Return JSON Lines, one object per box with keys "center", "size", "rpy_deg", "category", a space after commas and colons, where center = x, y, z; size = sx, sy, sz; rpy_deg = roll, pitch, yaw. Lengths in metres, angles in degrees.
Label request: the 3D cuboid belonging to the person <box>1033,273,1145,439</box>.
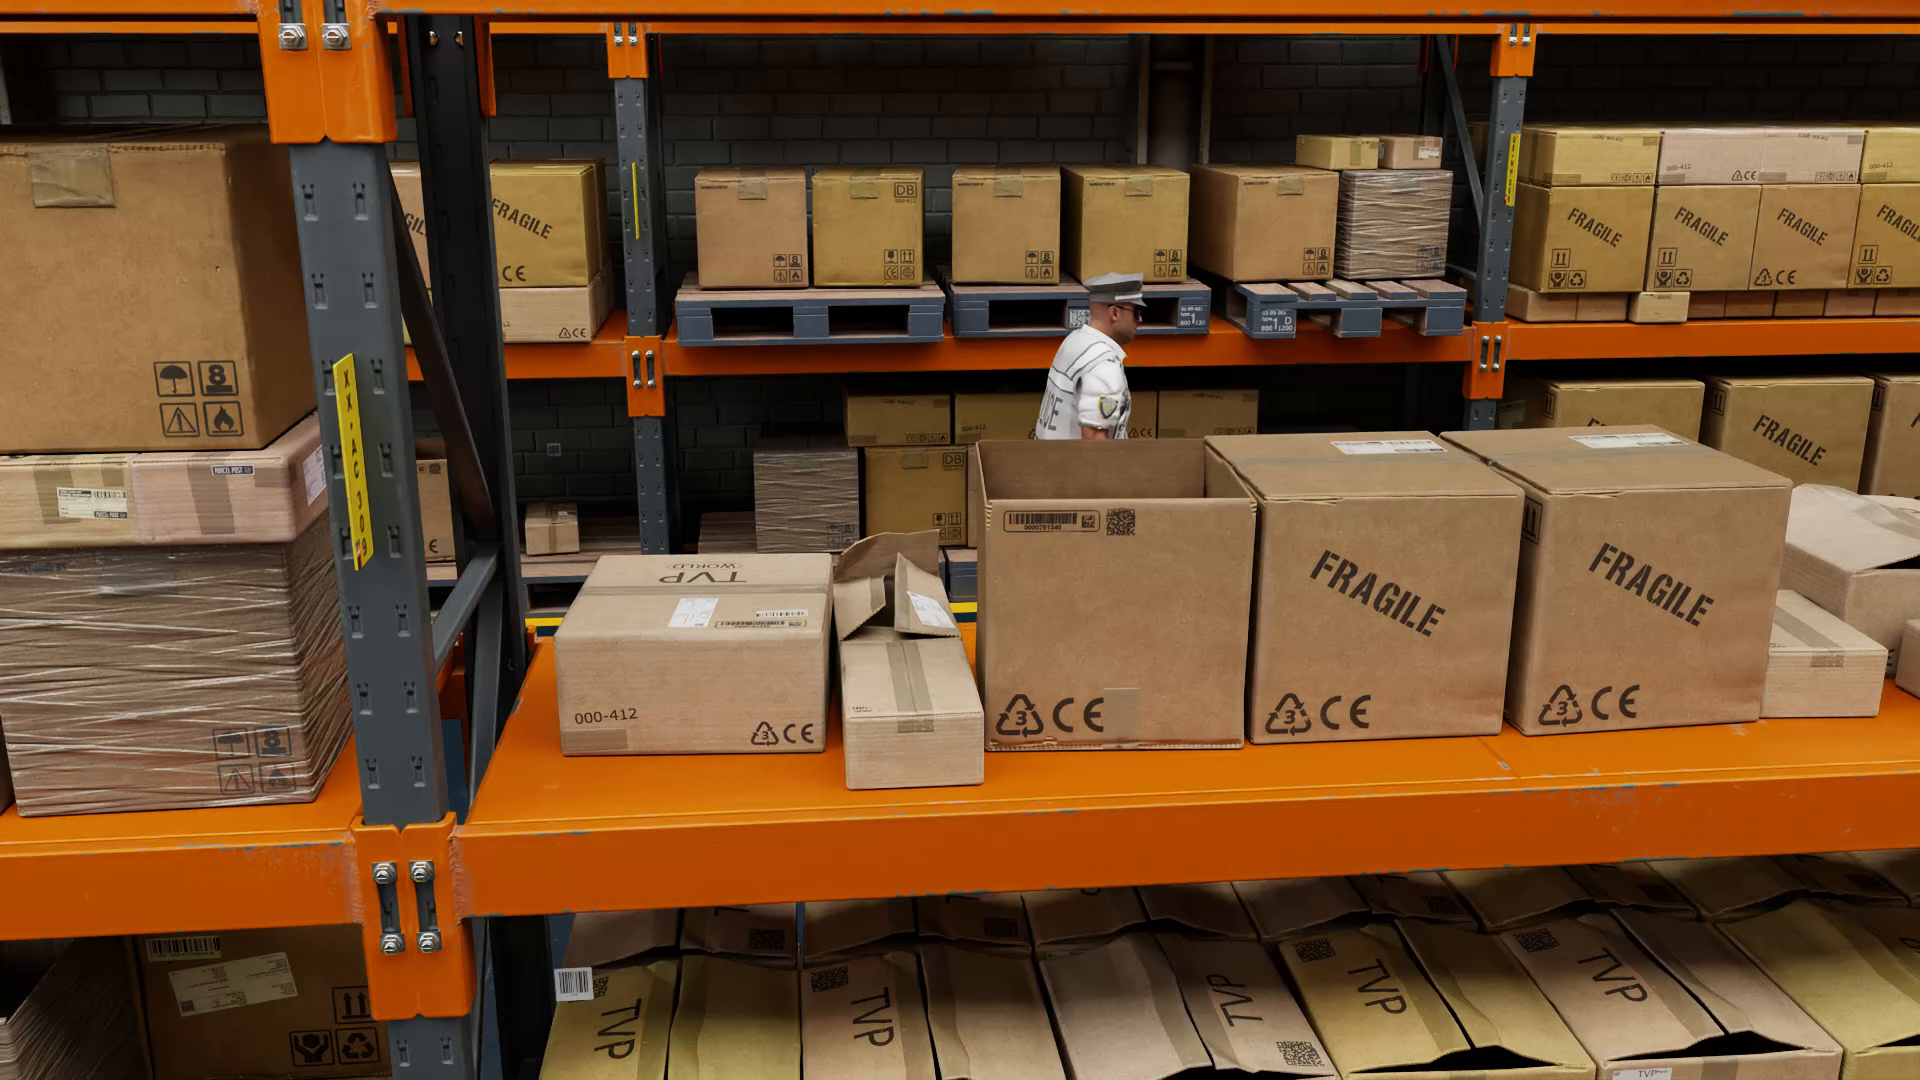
{"center": [0.515, -0.188, 6.655], "size": [0.437, 1.747, 0.583], "rpy_deg": [-2, 17, -6], "category": "person"}
